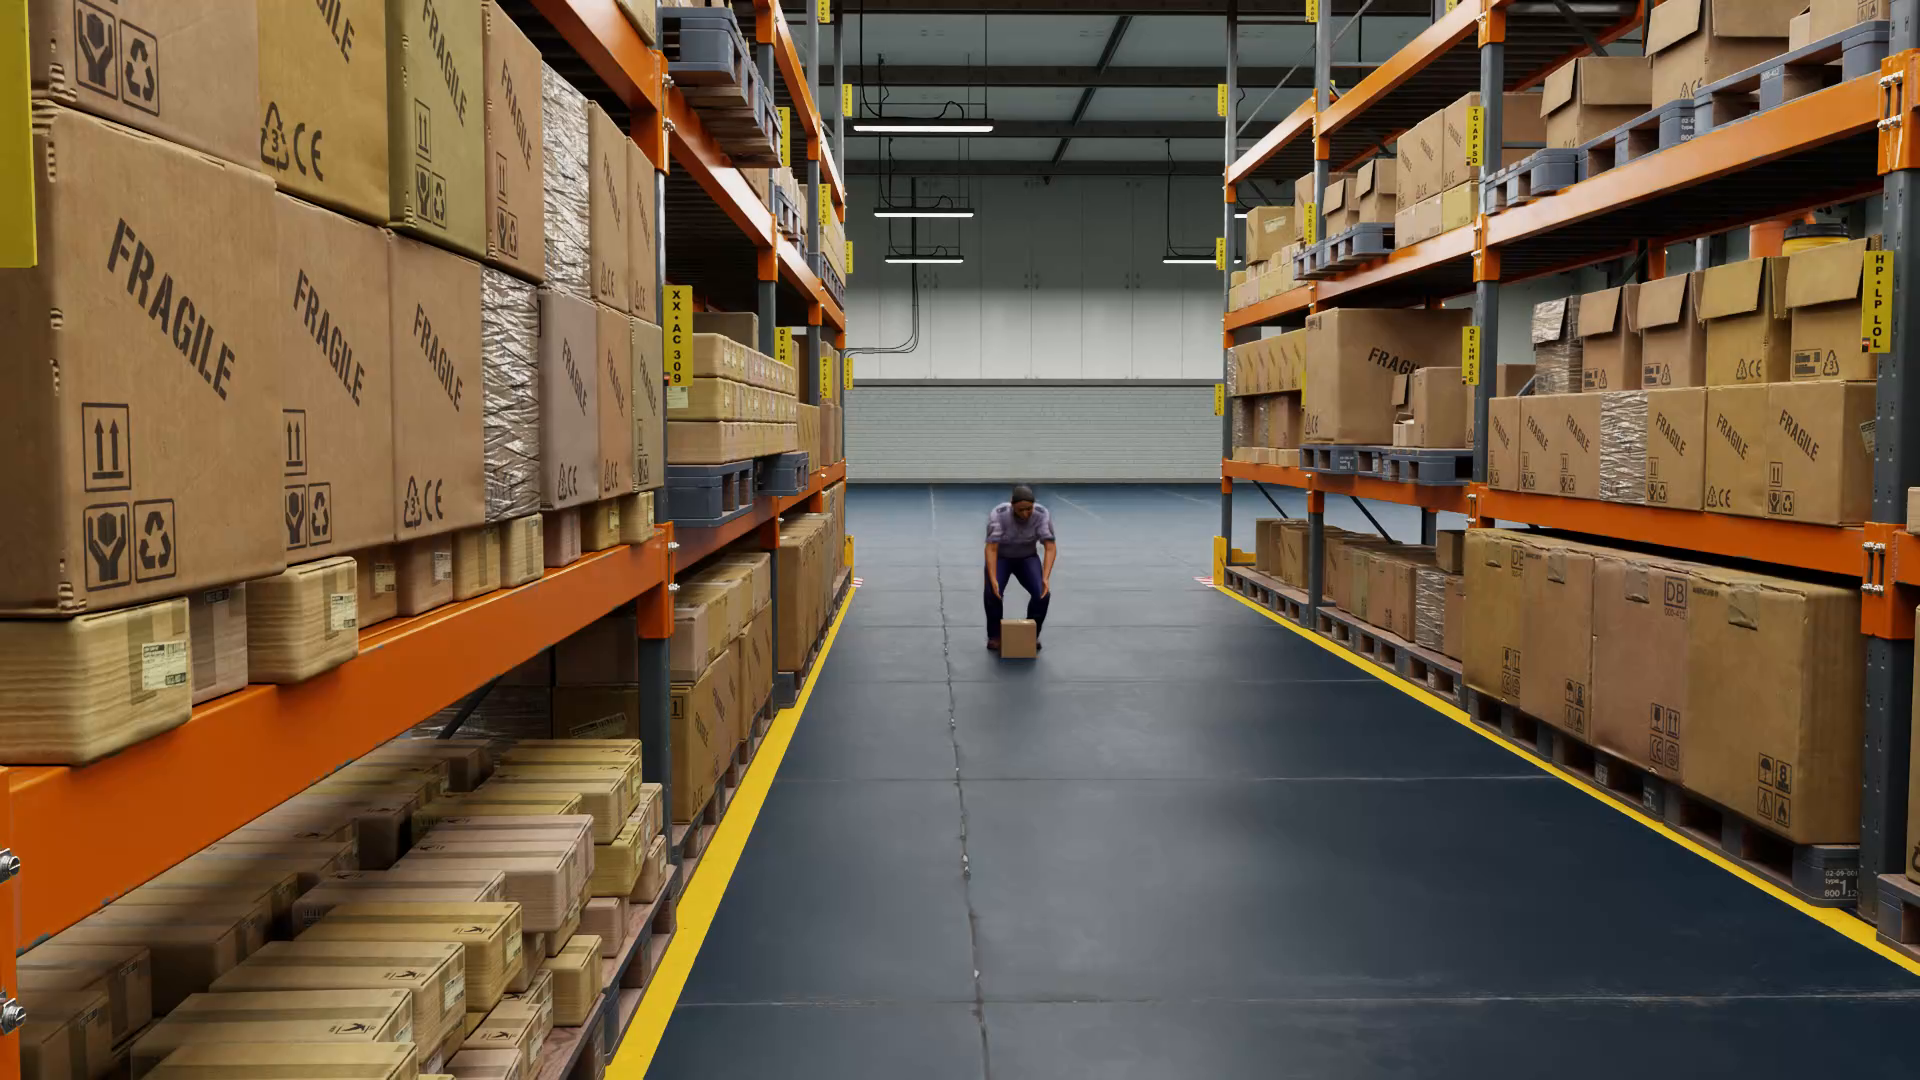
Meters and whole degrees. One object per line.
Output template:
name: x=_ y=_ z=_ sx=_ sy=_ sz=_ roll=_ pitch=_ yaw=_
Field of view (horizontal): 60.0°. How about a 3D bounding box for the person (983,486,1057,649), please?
person: x=0.438 y=0.199 z=12.341 sx=0.539 sy=1.226 sz=0.731 roll=0 pitch=4 yaw=-1
